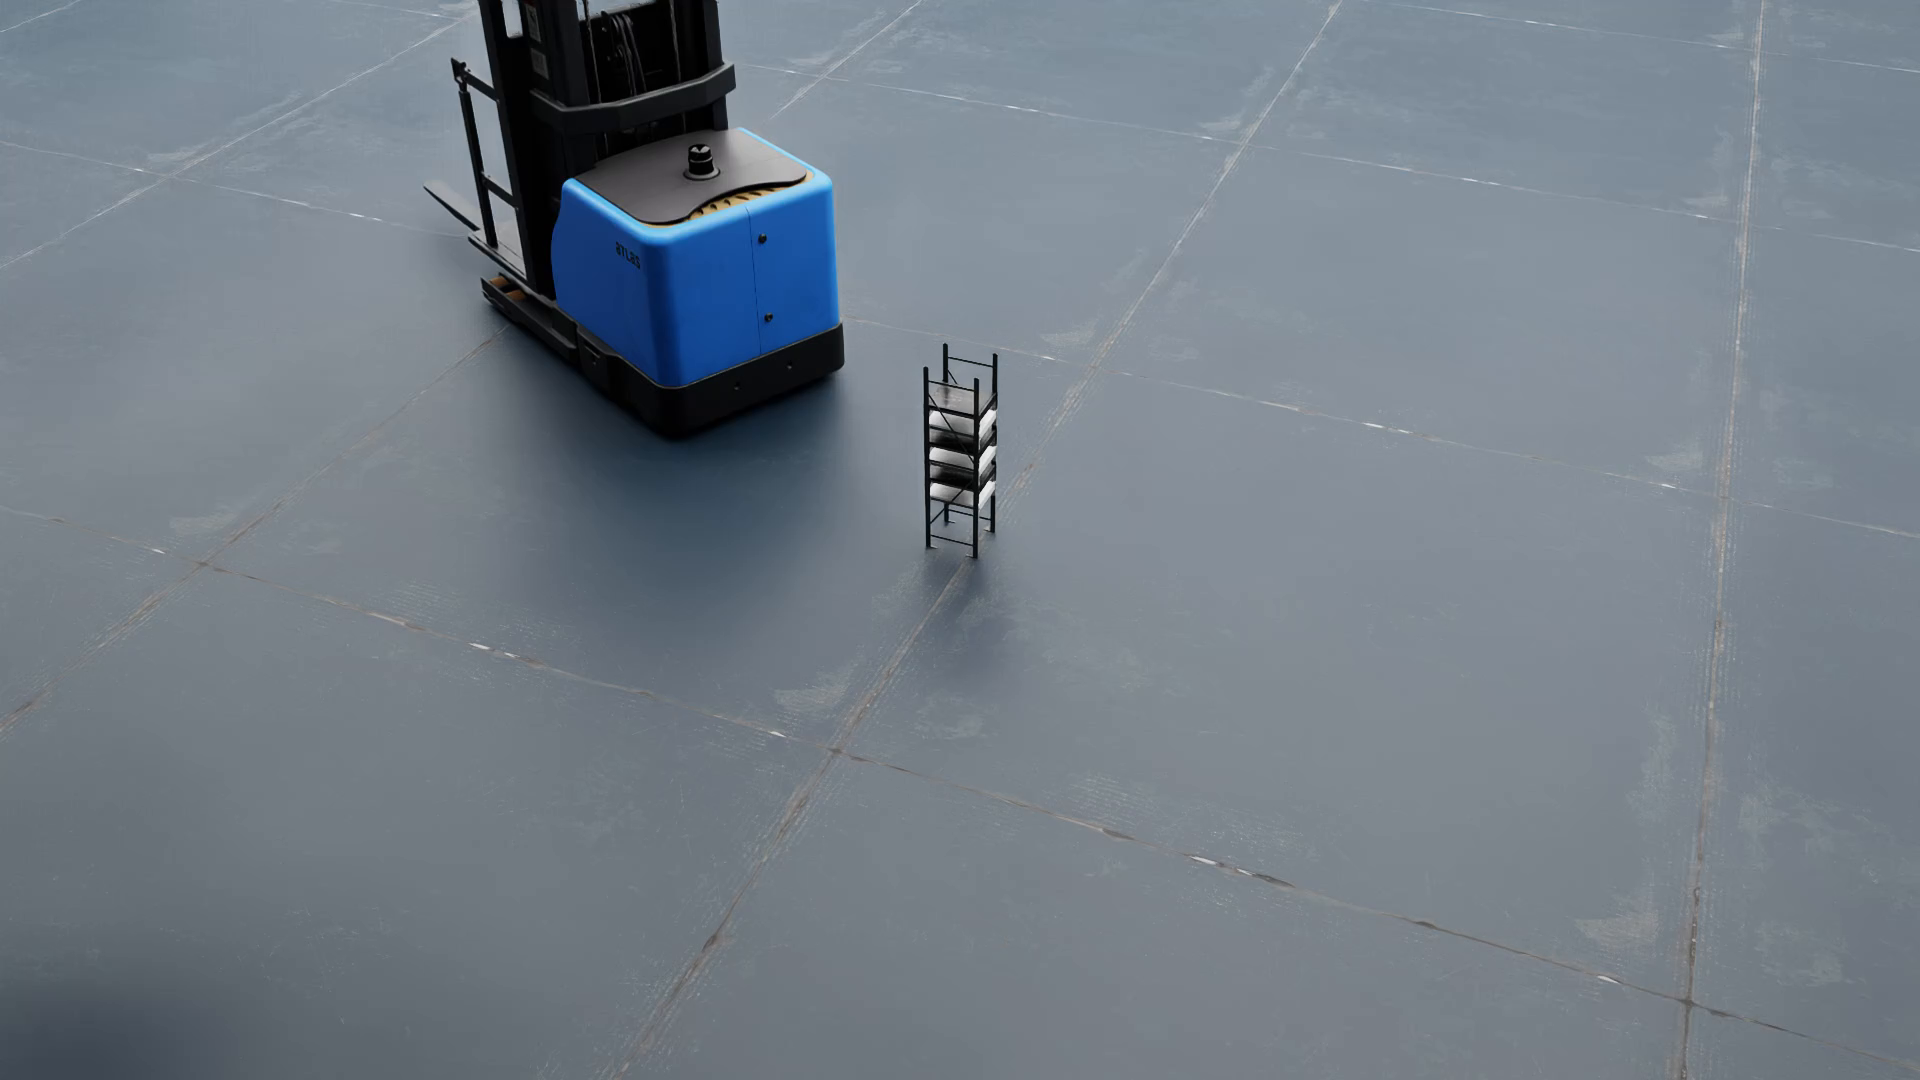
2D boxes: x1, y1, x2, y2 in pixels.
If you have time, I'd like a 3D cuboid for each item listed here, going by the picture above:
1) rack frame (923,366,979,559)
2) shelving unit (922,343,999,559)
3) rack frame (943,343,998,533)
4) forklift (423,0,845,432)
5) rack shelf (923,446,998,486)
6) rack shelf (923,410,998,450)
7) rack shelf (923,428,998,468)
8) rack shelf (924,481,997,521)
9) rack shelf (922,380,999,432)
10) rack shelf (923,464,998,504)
[{"bbox_3d":[-0.036,-0.309,6.911,0.240,0.900,0.006,14,39,18],"label":"rack frame"},{"bbox_3d":[0.003,-0.365,6.987,0.258,0.900,0.210,14,39,18],"label":"shelving unit"},{"bbox_3d":[0.042,-0.421,7.062,0.240,0.900,0.006,14,39,18],"label":"rack frame"},{"bbox_3d":[-1.900,-2.497,8.142,1.130,2.935,3.031,-26,44,-31],"label":"forklift"},{"bbox_3d":[0.003,-0.338,7.007,0.258,0.077,0.200,14,39,18],"label":"rack shelf"},{"bbox_3d":[0.003,-0.482,6.899,0.258,0.077,0.200,14,39,18],"label":"rack shelf"},{"bbox_3d":[0.003,-0.410,6.953,0.258,0.077,0.200,14,39,18],"label":"rack shelf"},{"bbox_3d":[0.003,-0.194,7.114,0.258,0.077,0.200,14,39,18],"label":"rack shelf"},{"bbox_3d":[0.003,-0.555,6.845,0.258,0.077,0.200,14,39,18],"label":"rack shelf"},{"bbox_3d":[0.003,-0.266,7.060,0.258,0.077,0.200,14,39,18],"label":"rack shelf"}]
